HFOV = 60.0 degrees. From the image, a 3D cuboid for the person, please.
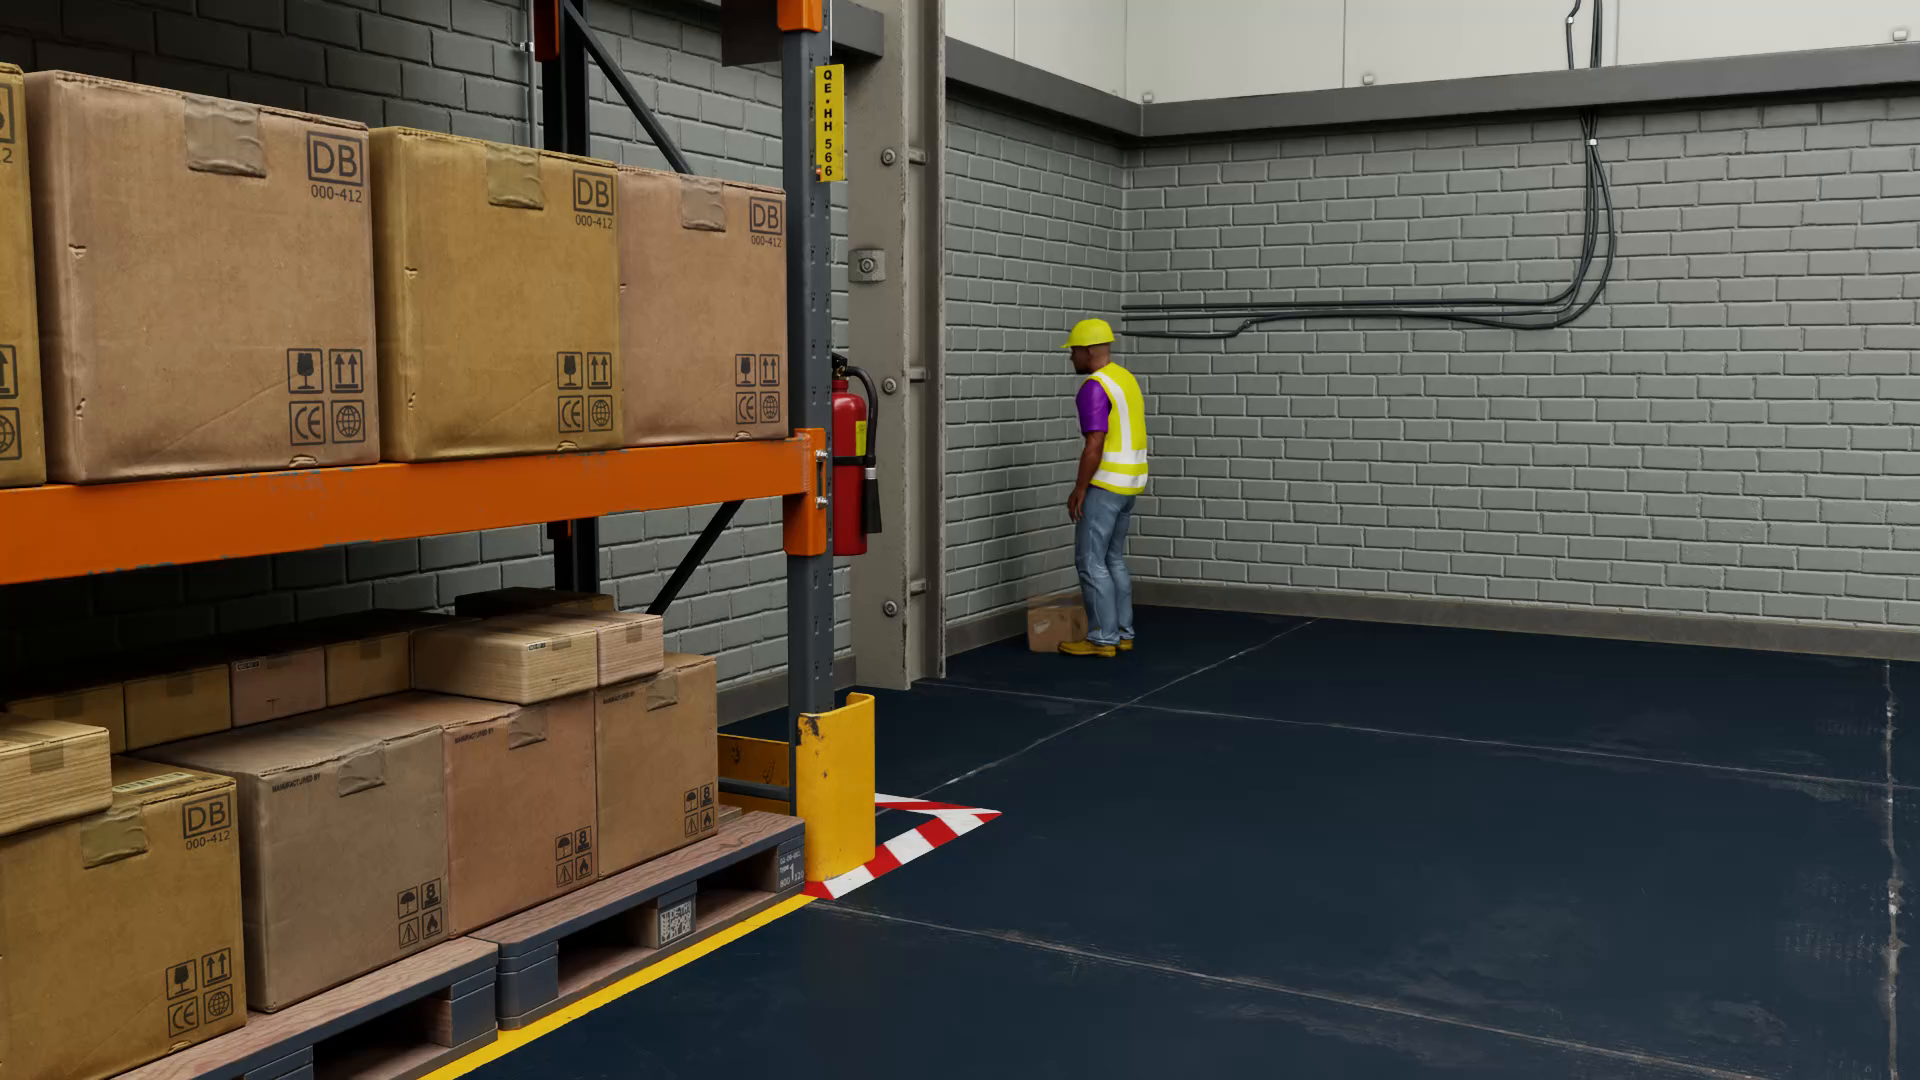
[{"bbox_3d":[0.746,-0.276,8.738,0.452,1.758,0.609,3,7,27],"label":"person"}]
